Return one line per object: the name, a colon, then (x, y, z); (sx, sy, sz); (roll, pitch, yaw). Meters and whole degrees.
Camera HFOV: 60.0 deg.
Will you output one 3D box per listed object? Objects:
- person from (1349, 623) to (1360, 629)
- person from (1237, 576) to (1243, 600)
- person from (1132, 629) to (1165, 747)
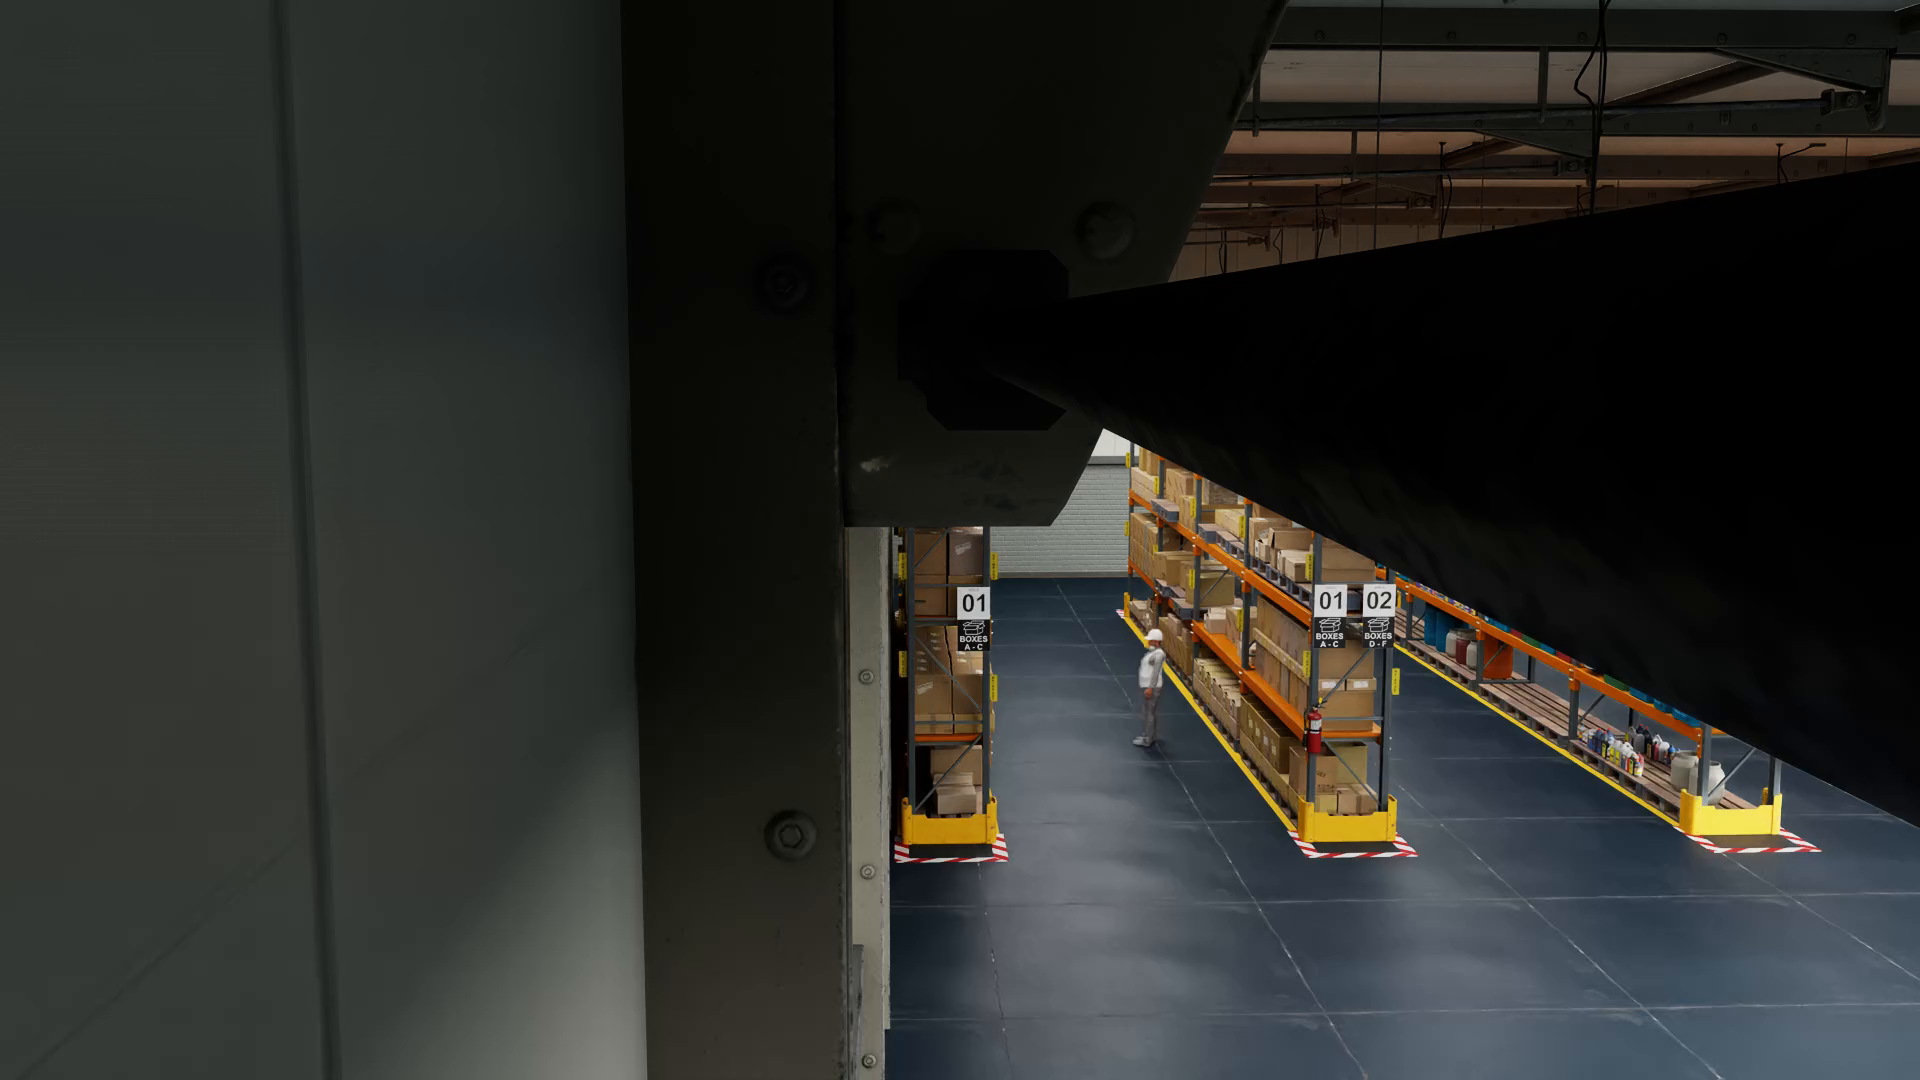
person: (8.034, 1.078, 34.132); (0.466, 1.791, 0.568); (-2, 8, -15)
person: (6.513, 0.621, 37.871); (0.627, 1.709, 0.919); (-1, 7, -8)
person: (2.858, 2.234, 25.225); (0.473, 1.773, 0.585); (0, 7, 4)
